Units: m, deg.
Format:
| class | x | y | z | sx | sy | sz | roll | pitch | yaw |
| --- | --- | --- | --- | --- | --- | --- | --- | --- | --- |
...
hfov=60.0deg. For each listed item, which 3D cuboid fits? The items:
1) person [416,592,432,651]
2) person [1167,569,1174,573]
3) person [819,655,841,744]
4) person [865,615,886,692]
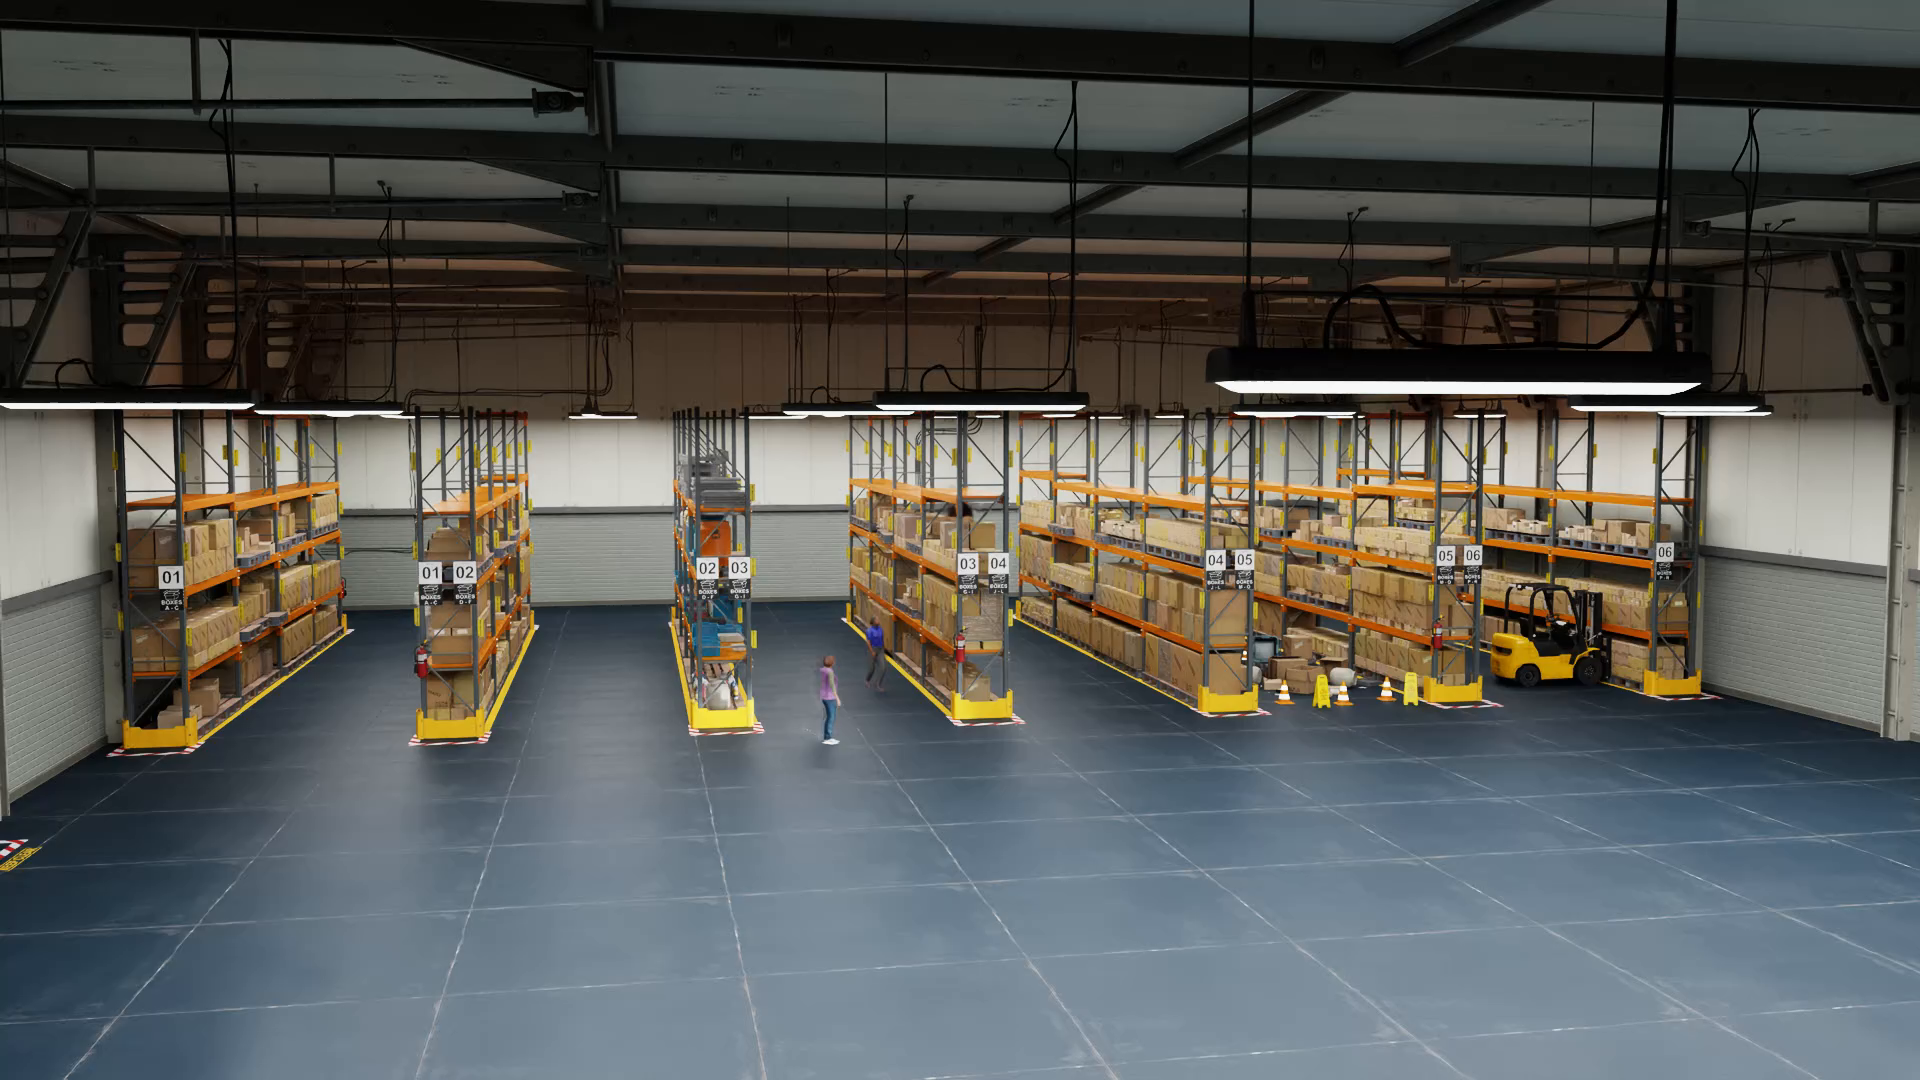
| class | x | y | z | sx | sy | sz | roll | pitch | yaw |
| --- | --- | --- | --- | --- | --- | --- | --- | --- | --- |
| person | -13.282 | 1.882 | 41.585 | 0.572 | 1.759 | 0.598 | 0 | 4 | -3 |
| person | 5.755 | 1.625 | 46.023 | 0.624 | 1.659 | 0.499 | -1 | 4 | -16 |
| person | -2.314 | 2.850 | 29.591 | 0.365 | 1.643 | 0.464 | -1 | 4 | -12 |
| person | -1.766 | 2.405 | 35.457 | 0.585 | 1.612 | 0.651 | -3 | 5 | -35 |
